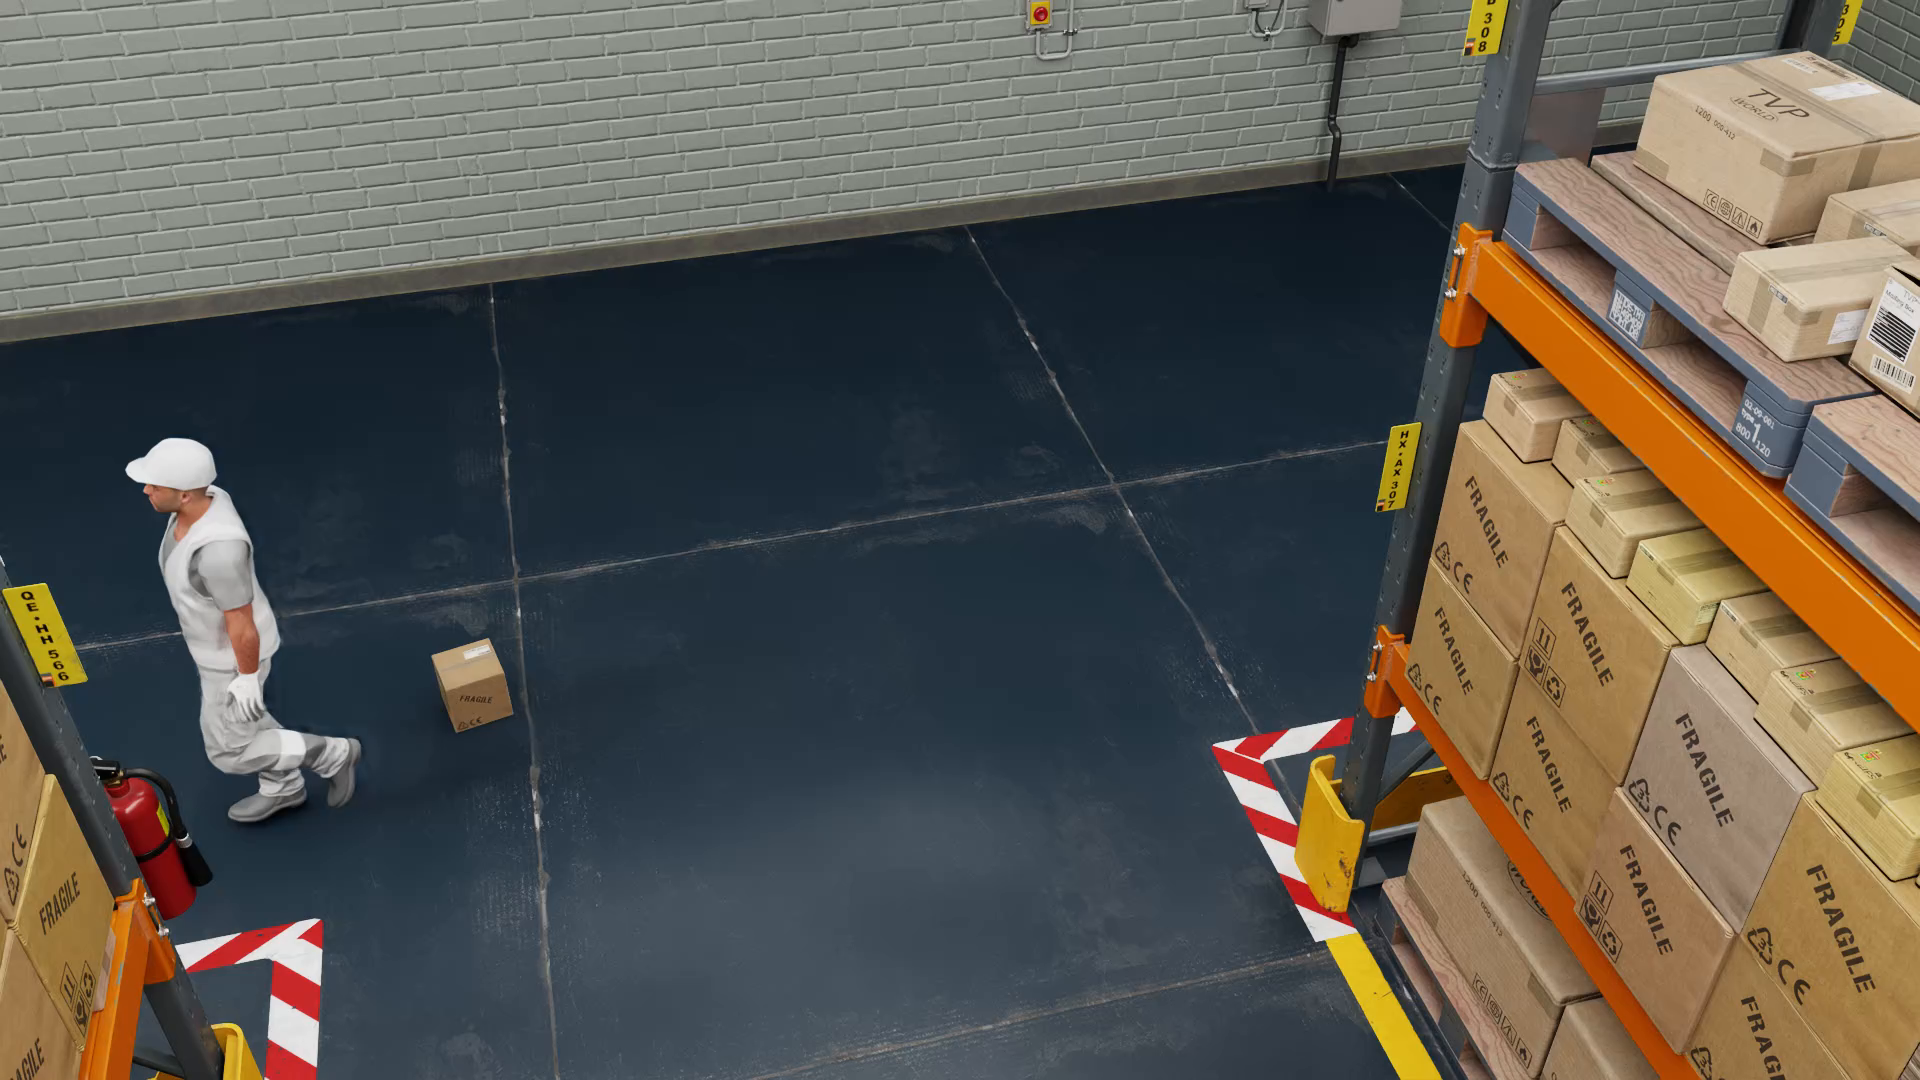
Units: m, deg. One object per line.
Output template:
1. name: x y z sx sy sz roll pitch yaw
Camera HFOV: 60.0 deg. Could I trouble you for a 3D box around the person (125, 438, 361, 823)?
1. person: -2.648 0.375 6.161 0.540 1.779 0.578 -20 42 -24
